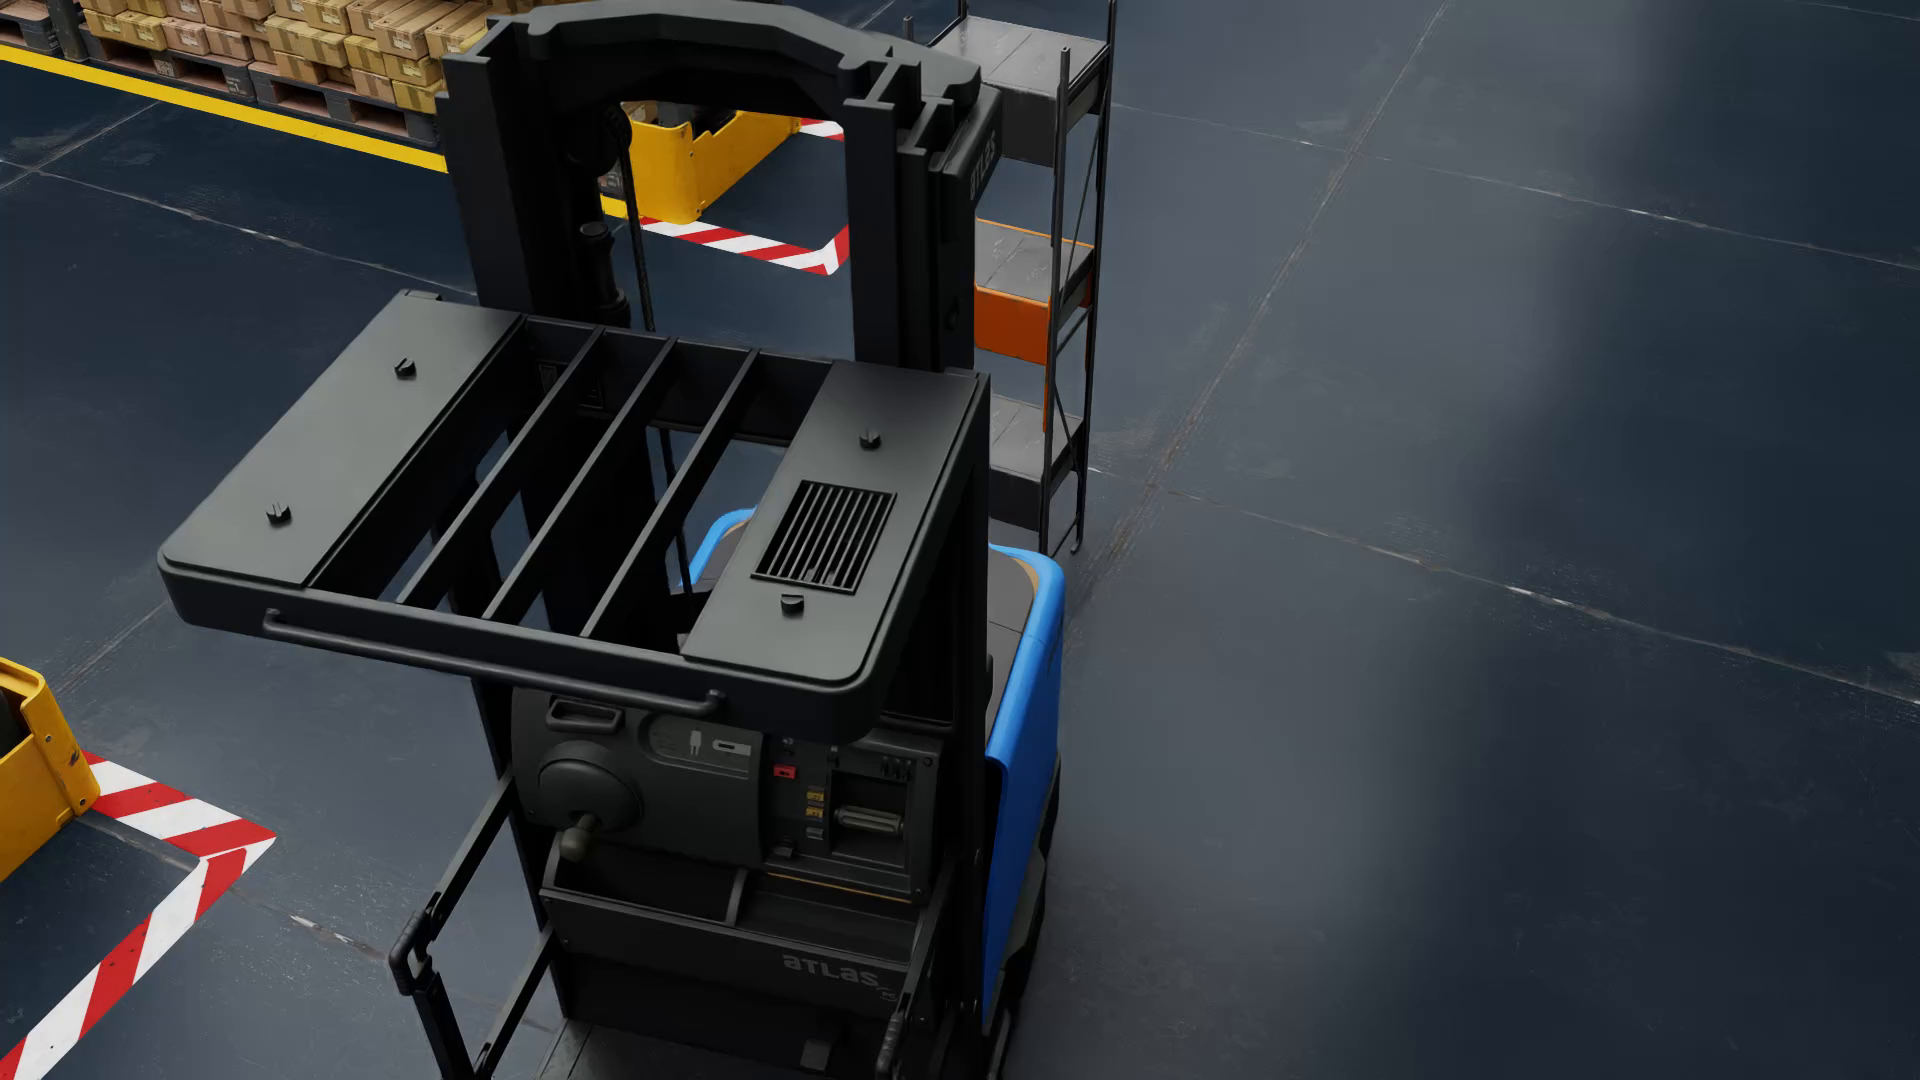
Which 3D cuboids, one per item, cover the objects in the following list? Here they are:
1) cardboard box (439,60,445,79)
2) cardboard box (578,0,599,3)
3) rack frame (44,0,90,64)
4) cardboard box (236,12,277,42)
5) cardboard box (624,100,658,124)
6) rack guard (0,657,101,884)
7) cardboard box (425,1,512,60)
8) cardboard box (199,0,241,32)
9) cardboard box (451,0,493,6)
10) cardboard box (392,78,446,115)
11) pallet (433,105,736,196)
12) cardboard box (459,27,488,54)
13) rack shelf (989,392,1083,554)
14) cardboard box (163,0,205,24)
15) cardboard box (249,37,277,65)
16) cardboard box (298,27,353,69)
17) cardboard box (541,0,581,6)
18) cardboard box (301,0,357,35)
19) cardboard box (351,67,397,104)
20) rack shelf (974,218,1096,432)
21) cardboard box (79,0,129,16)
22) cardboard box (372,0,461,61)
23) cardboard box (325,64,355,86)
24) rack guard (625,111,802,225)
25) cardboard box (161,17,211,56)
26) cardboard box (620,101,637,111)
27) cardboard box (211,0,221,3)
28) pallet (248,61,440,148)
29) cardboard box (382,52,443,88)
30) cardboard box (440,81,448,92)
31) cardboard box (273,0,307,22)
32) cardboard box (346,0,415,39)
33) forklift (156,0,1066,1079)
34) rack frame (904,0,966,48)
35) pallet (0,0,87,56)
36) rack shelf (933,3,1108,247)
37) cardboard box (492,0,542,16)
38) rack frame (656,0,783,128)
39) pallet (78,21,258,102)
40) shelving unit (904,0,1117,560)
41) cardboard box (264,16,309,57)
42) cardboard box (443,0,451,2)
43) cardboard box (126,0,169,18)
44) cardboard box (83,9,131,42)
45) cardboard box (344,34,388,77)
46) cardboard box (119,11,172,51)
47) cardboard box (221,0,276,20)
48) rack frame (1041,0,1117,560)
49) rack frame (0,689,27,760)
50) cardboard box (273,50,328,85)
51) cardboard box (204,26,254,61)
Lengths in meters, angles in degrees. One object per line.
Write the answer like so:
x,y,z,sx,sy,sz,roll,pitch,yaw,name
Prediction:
-2.418,-2.457,8.424,0.250,0.149,0.380,16,44,18,cardboard box
-1.779,-2.666,8.438,0.250,0.149,0.380,18,44,19,cardboard box
-4.772,-4.116,8.708,0.127,3.000,1.000,17,44,19,rack frame
-3.593,-2.790,8.808,0.250,0.149,0.380,19,44,21,cardboard box
-1.712,-2.112,8.252,0.250,0.149,0.380,18,44,19,cardboard box
-3.127,0.909,4.820,0.348,0.500,1.175,17,44,19,rack guard
-2.434,-2.520,8.269,0.250,0.149,0.380,15,43,17,cardboard box
-3.832,-2.880,8.912,0.250,0.149,0.380,15,43,16,cardboard box
-2.460,-2.914,8.723,0.250,0.149,0.380,19,44,20,cardboard box
-2.678,-2.341,8.517,0.250,0.149,0.380,15,43,17,cardboard box
-1.937,-2.222,8.652,1.213,0.211,1.003,17,44,19,pallet
-2.226,-2.411,8.143,0.250,0.149,0.380,16,43,18,cardboard box
0.150,-0.208,5.977,0.480,0.518,0.431,17,44,19,rack shelf
-4.076,-2.957,9.000,0.250,0.149,0.380,17,44,18,cardboard box
-3.580,-2.700,8.931,0.250,0.149,0.380,15,43,17,cardboard box
-3.178,-2.599,8.588,0.250,0.149,0.380,17,44,19,cardboard box
-1.953,-2.812,8.606,0.250,0.149,0.380,17,44,19,cardboard box
-3.142,-2.756,8.541,0.250,0.149,0.380,17,44,19,cardboard box
-2.917,-2.429,8.618,0.250,0.149,0.380,18,44,19,cardboard box
0.150,-0.737,5.518,0.480,0.518,0.431,17,44,19,rack shelf
-4.579,-3.019,9.072,0.250,0.149,0.380,19,44,21,cardboard box
-2.701,-2.561,8.317,0.250,0.149,0.380,19,44,20,cardboard box
-3.115,-2.543,8.750,0.250,0.149,0.380,18,44,20,cardboard box
-1.216,-2.085,8.274,0.348,0.500,1.175,17,44,19,rack guard
-4.089,-2.794,9.039,0.250,0.149,0.380,17,44,18,cardboard box
-1.746,-2.179,8.102,0.250,0.149,0.380,16,43,18,cardboard box
-3.827,-2.993,8.815,0.250,0.149,0.380,16,43,18,cardboard box
-3.039,-2.560,9.043,1.213,0.211,1.003,17,44,19,pallet
-2.692,-2.457,8.424,0.250,0.149,0.380,18,44,19,cardboard box
-2.420,-2.308,8.478,0.250,0.149,0.380,17,44,19,cardboard box
-3.349,-2.847,8.647,0.250,0.149,0.380,15,43,17,cardboard box
-2.893,-2.700,8.477,0.250,0.149,0.380,16,43,17,cardboard box
-0.547,0.606,3.313,1.130,2.935,3.031,9,42,10,forklift
-0.071,-0.815,5.587,0.015,2.100,0.400,17,44,19,rack frame
-5.478,-3.277,9.870,1.213,0.211,1.003,17,44,19,pallet
0.150,-1.266,5.060,0.480,0.518,0.431,17,44,19,rack shelf
-2.213,-2.832,8.628,0.250,0.149,0.380,15,43,17,cardboard box
-1.147,-3.008,7.431,0.127,3.000,1.000,17,44,19,rack frame
-4.148,-2.897,9.431,1.213,0.211,1.003,17,44,19,pallet
0.150,-0.748,5.509,0.503,2.100,0.431,17,44,19,shelving unit
-3.391,-2.682,8.684,0.250,0.149,0.380,17,44,18,cardboard box
-2.679,-3.014,8.839,0.250,0.149,0.380,18,44,19,cardboard box
-4.312,-3.003,9.053,0.250,0.149,0.380,17,44,19,cardboard box
-4.578,-2.906,9.168,0.250,0.149,0.380,15,43,17,cardboard box
-2.917,-2.539,8.519,0.250,0.149,0.380,19,44,21,cardboard box
-4.337,-2.832,9.083,0.250,0.149,0.380,18,44,20,cardboard box
-3.631,-2.874,8.677,0.250,0.149,0.380,18,44,20,cardboard box
0.371,-0.680,5.431,0.015,2.100,0.400,17,44,19,rack frame
-3.148,-0.042,4.008,0.127,3.000,1.000,17,44,19,rack frame
-3.385,-2.571,8.782,0.250,0.149,0.380,16,43,17,cardboard box
-3.838,-2.754,8.993,0.250,0.149,0.380,16,43,18,cardboard box
